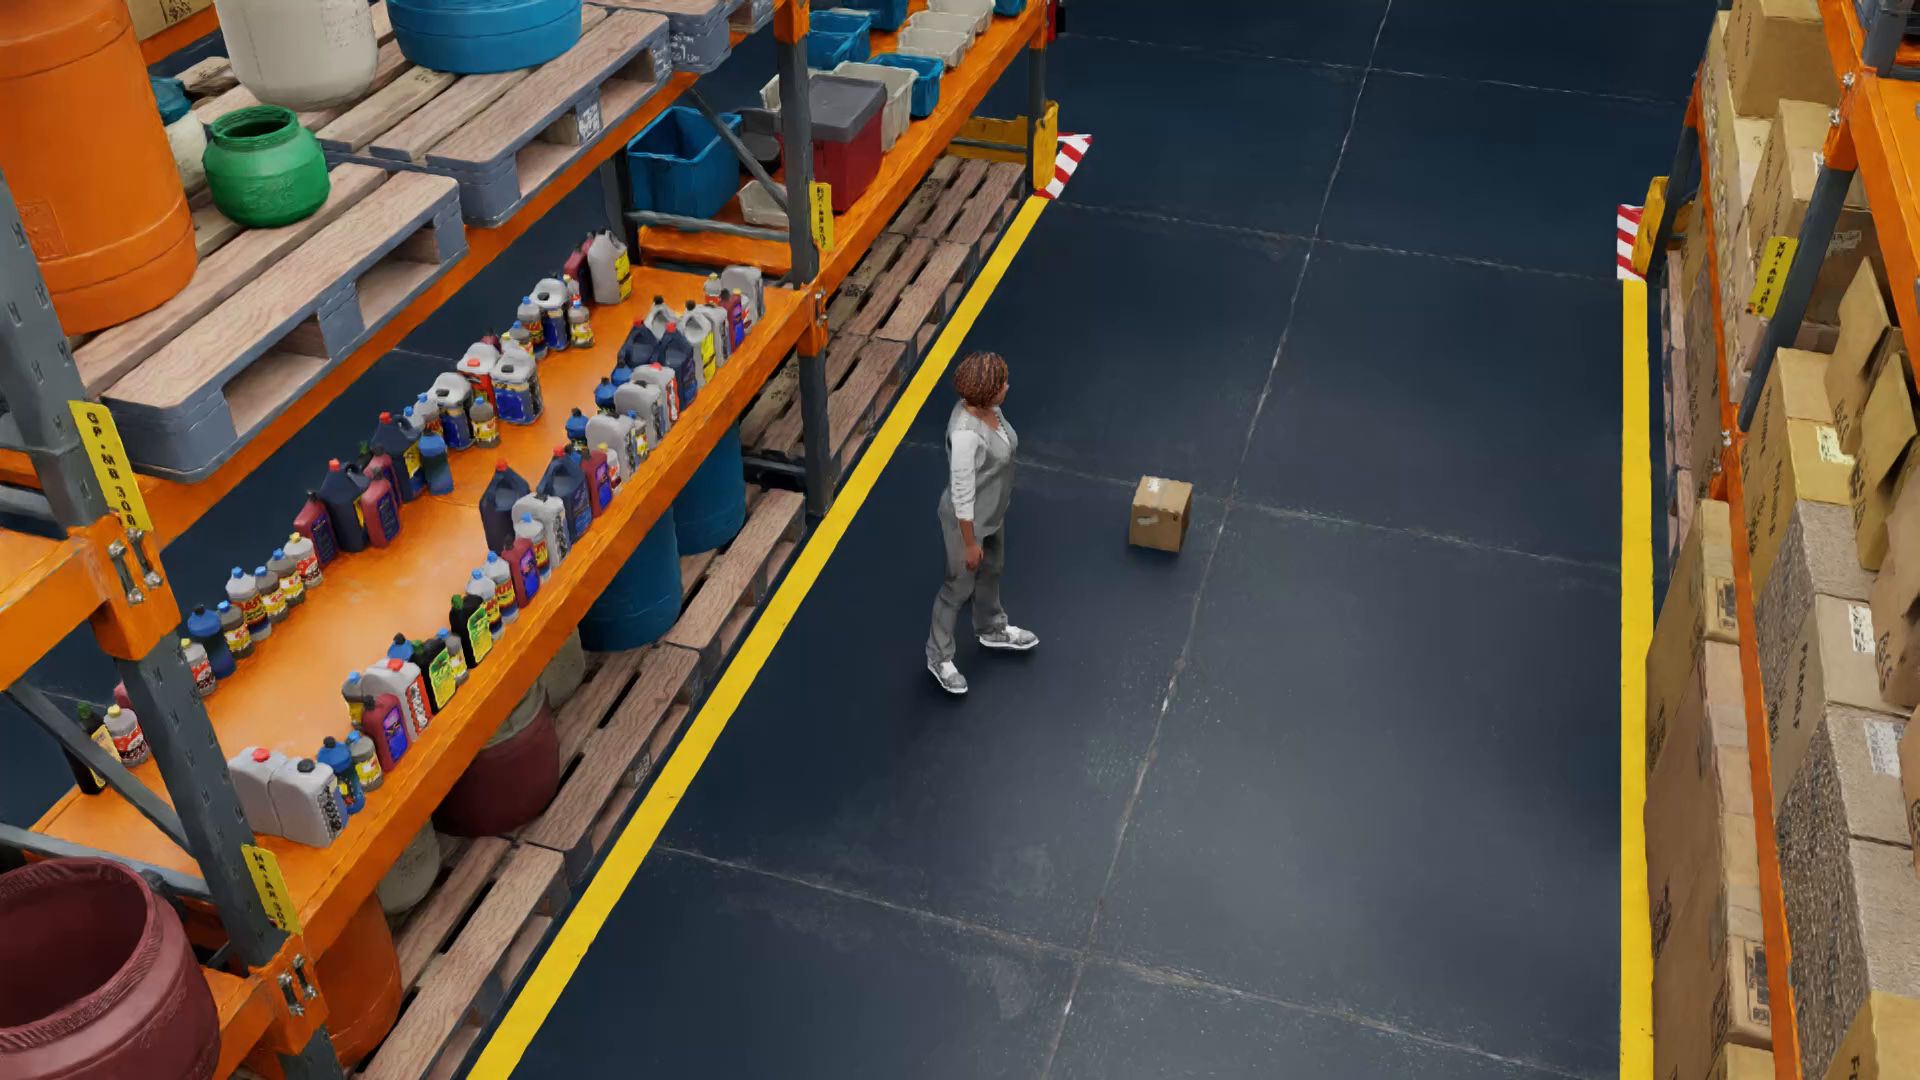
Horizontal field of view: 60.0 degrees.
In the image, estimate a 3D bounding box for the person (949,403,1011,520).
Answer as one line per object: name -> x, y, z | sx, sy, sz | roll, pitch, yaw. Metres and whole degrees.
person -> 0.066, -0.325, 6.809 | 0.300, 0.538, 0.465 | 10, 39, 13
